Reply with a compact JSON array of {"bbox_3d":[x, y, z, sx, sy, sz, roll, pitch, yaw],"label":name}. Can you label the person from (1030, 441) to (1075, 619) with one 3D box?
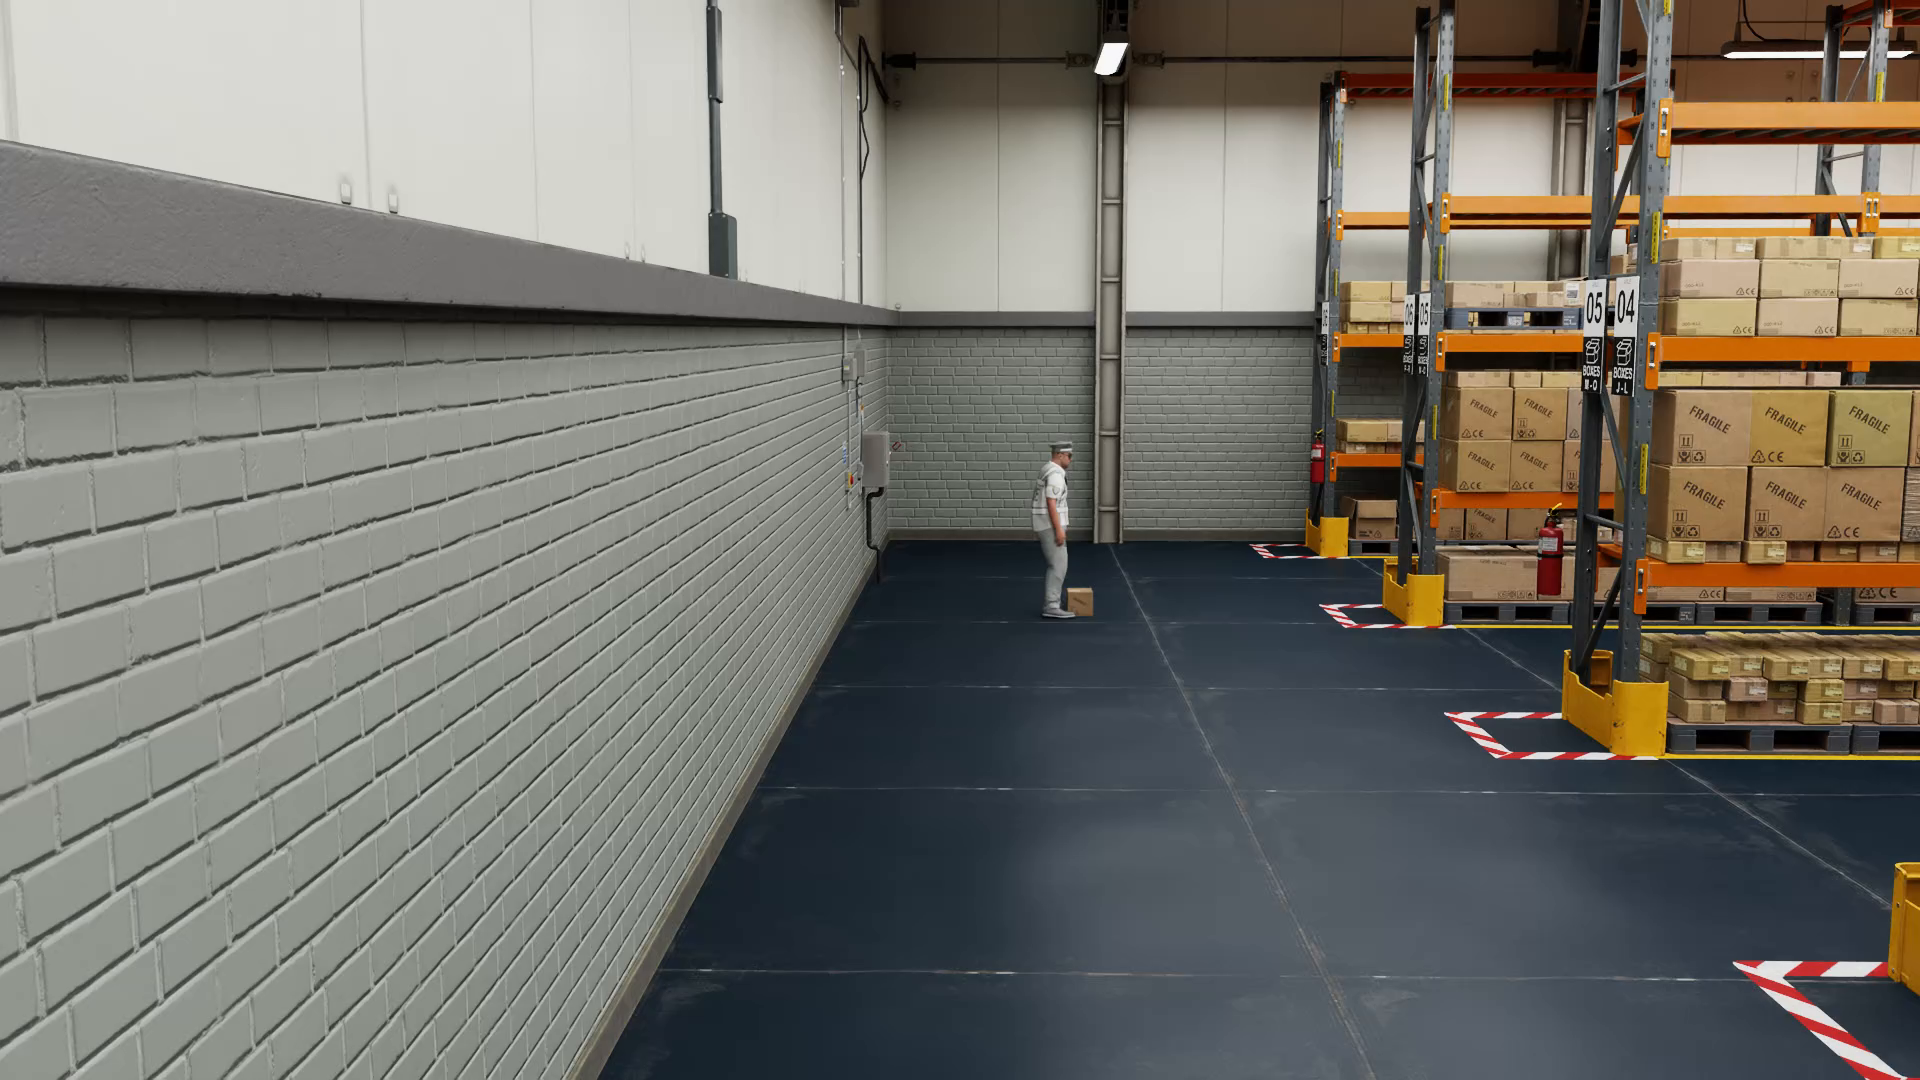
[{"bbox_3d":[0.949,-0.117,16.670,0.478,1.747,0.584,0,7,-1],"label":"person"}]
